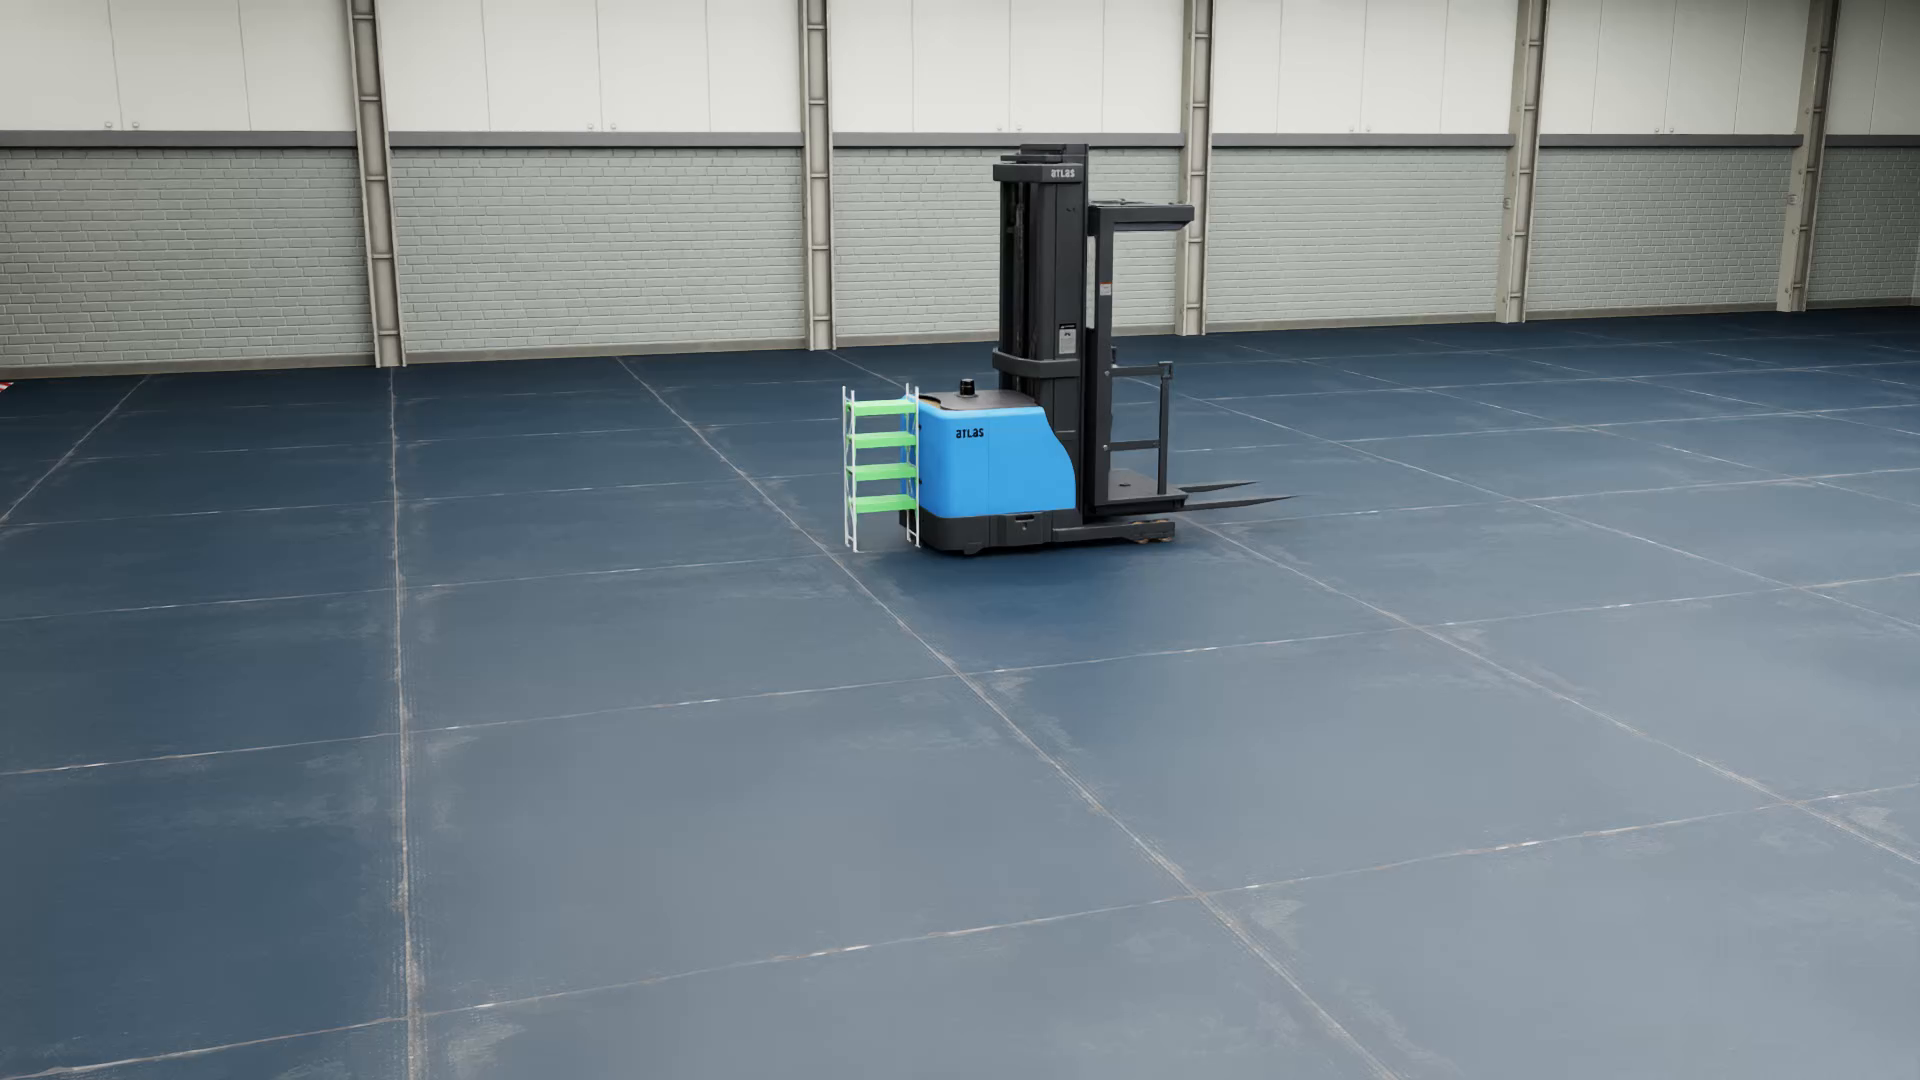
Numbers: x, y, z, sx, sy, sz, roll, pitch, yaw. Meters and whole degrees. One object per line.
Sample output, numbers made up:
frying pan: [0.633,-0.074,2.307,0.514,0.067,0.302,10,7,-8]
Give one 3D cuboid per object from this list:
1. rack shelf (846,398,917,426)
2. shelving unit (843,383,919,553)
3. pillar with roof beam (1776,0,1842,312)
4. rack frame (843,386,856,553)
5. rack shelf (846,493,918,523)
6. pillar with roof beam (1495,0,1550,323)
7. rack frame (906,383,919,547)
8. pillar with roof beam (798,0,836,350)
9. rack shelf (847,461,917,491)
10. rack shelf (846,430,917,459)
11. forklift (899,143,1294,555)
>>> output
rack shelf: [-0.583,-0.941,12.206,0.480,0.148,0.258,-5,14,-19]
shelving unit: [-0.583,-0.536,12.302,0.503,1.200,0.258,-5,14,-19]
pillar with roof beam: [16.383,-7.577,25.052,0.400,9.000,9.100,-4,14,-18]
rack frame: [-0.812,-0.516,12.221,0.015,1.200,0.240,-5,14,-19]
rack shelf: [-0.583,-0.240,12.373,0.480,0.148,0.258,-5,14,-19]
pillar with roof beam: [10.697,-7.135,23.191,0.400,9.000,9.100,-4,14,-18]
rack frame: [-0.354,-0.555,12.384,0.015,1.200,0.240,-5,14,-19]
pillar with roof beam: [-0.677,-6.249,19.467,0.400,9.000,9.100,-4,14,-18]
rack shelf: [-0.583,-0.474,12.317,0.480,0.148,0.258,-5,14,-19]
rack shelf: [-0.583,-0.707,12.262,0.480,0.148,0.258,-5,14,-19]
forklift: [1.103,-1.506,12.641,3.031,2.935,1.130,-5,14,-19]
